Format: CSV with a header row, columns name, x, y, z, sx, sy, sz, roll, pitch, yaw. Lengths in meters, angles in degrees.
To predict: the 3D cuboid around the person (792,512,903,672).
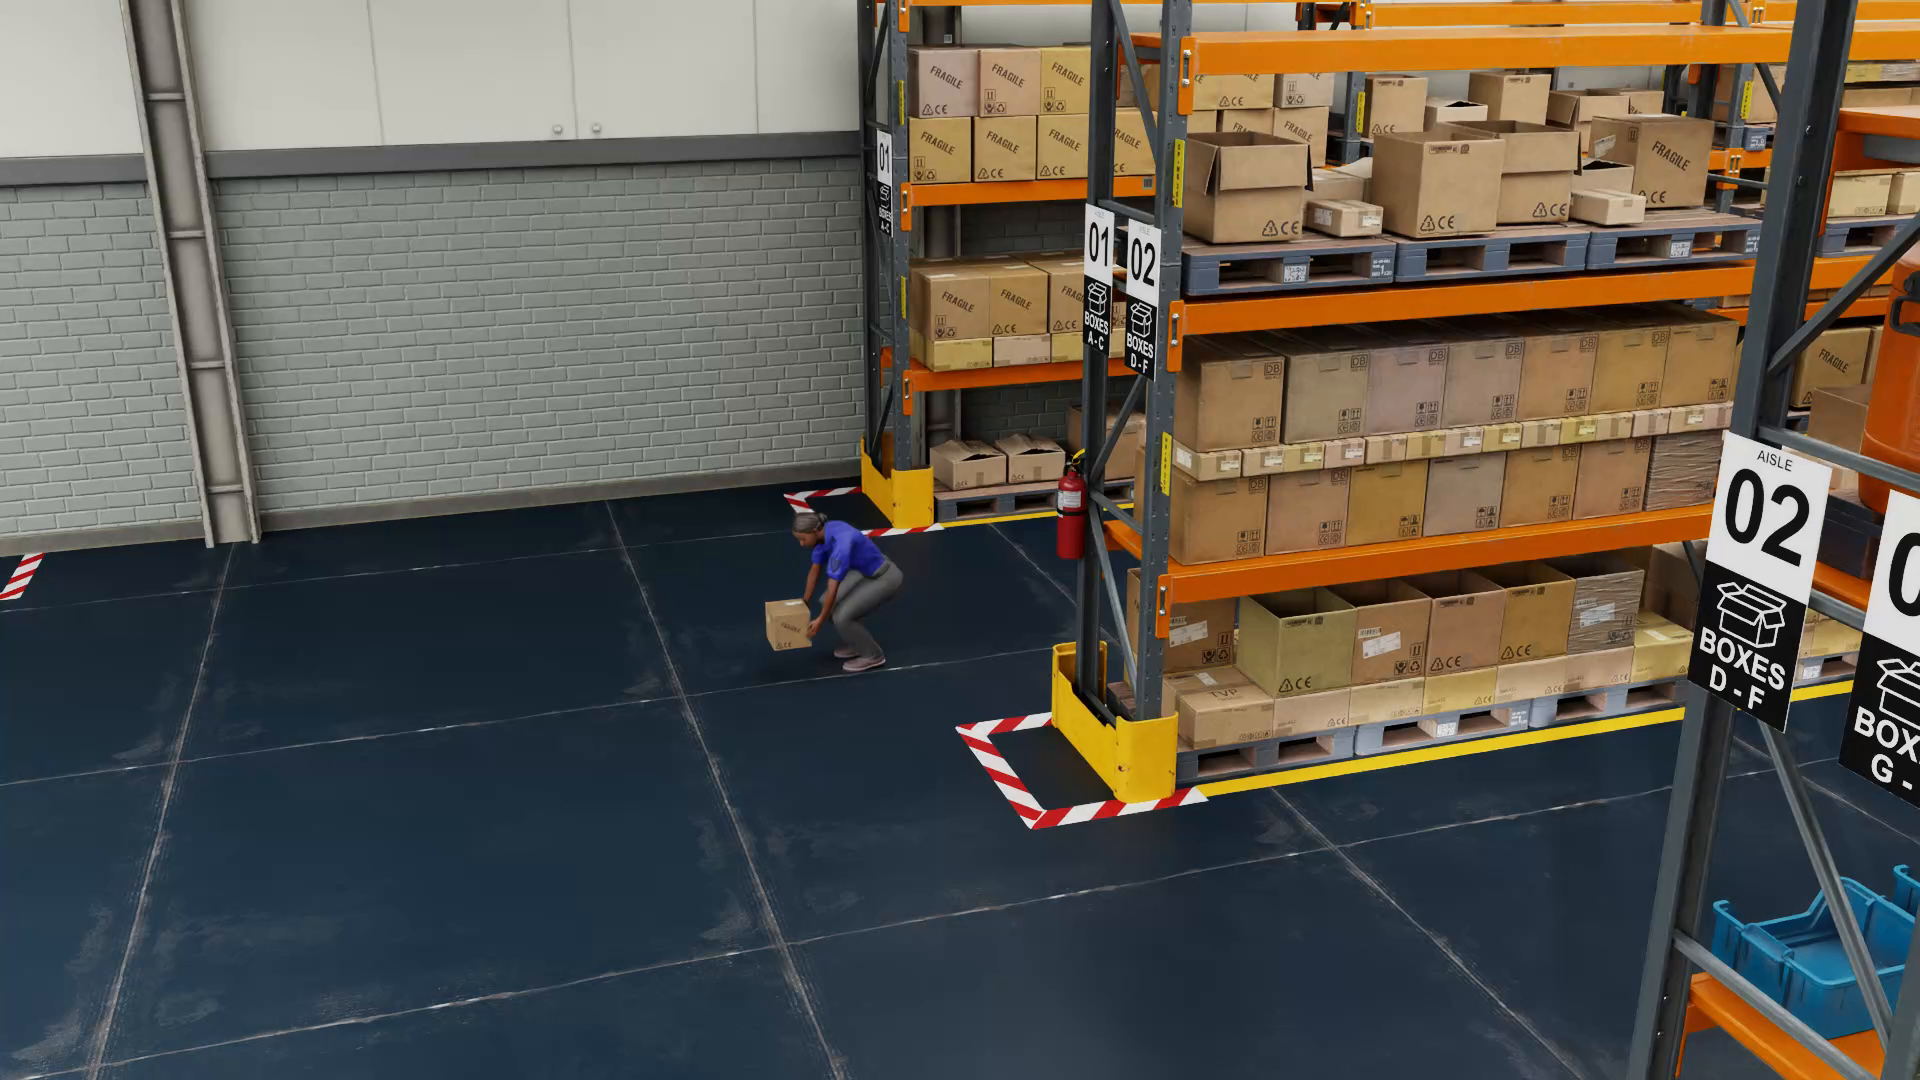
name,x,y,z,sx,sy,sz,roll,pitch,yaw
person,-0.740,0.311,11.018,0.740,1.117,0.498,-6,20,-17
